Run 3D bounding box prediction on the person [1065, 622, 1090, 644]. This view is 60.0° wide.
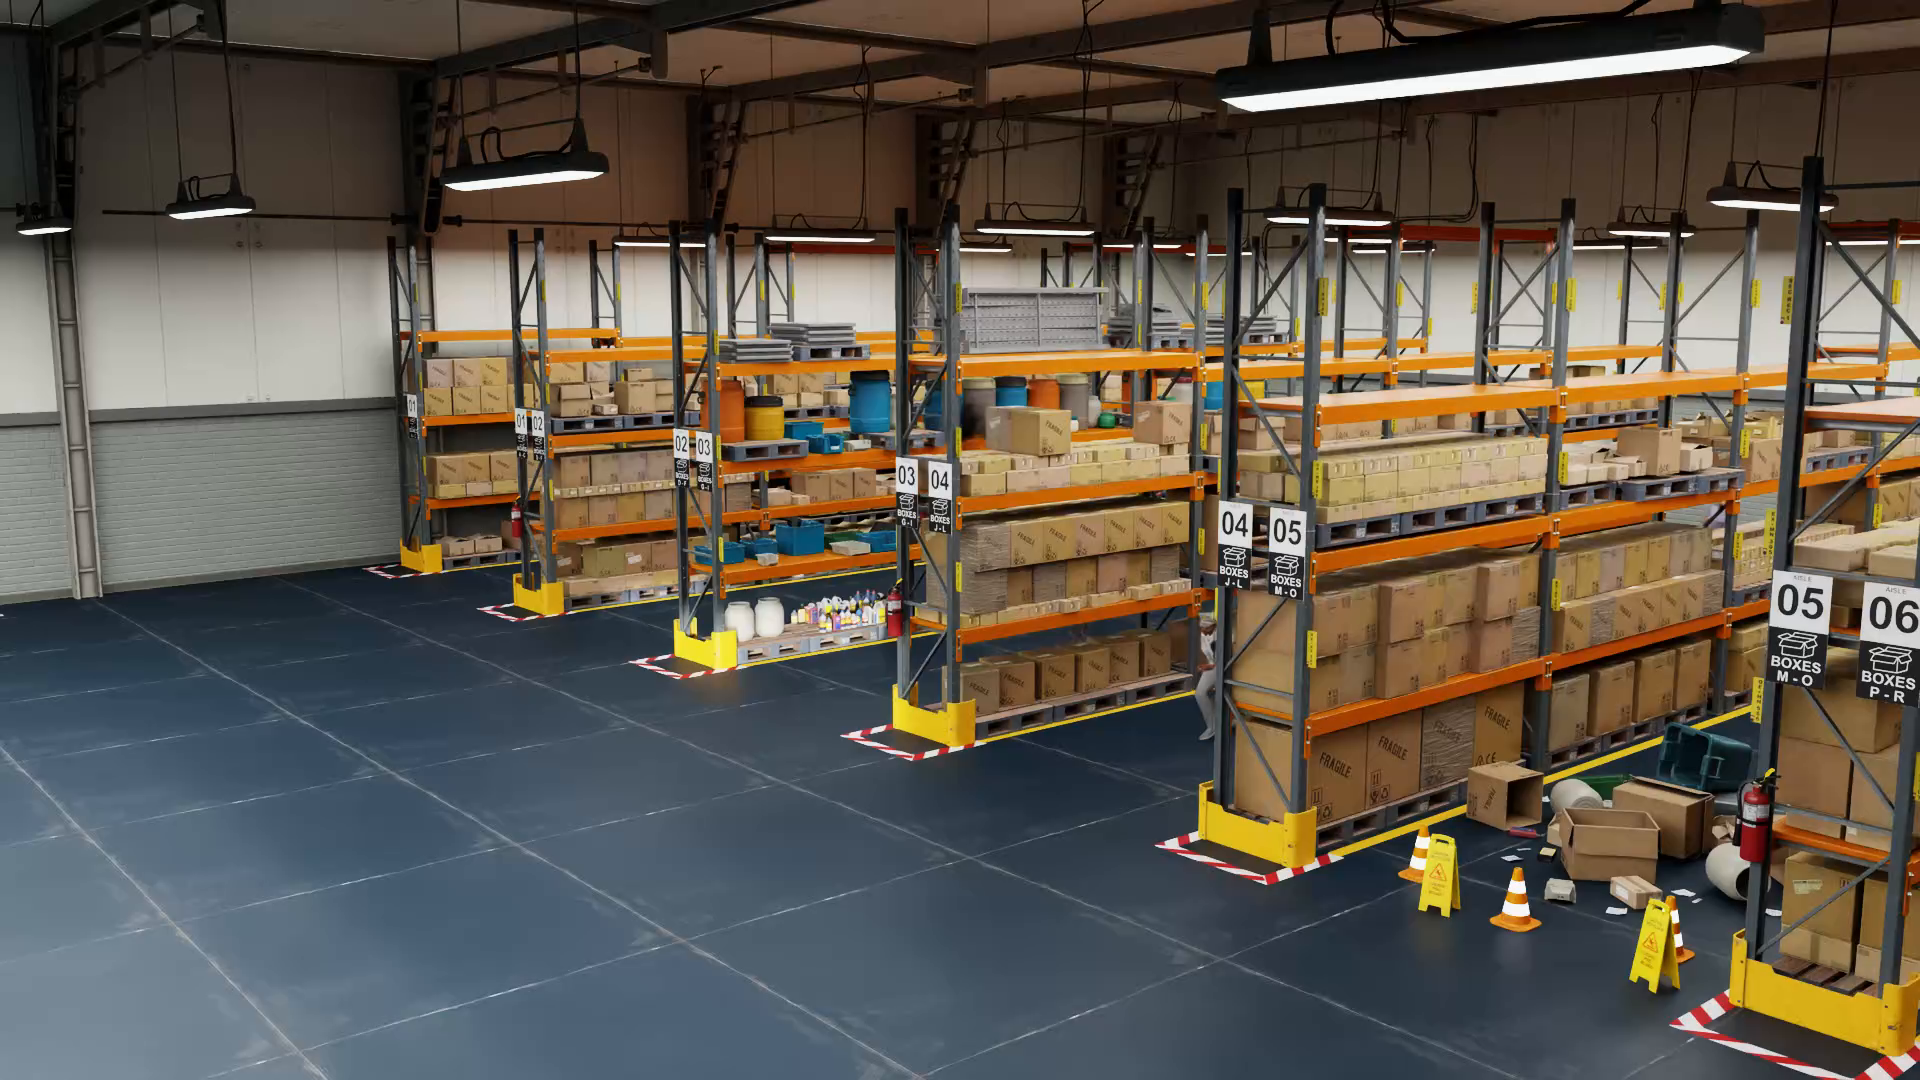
[{"bbox_3d":[1.583,0.631,22.818,0.452,1.612,0.870,0,9,1],"label":"person"}]

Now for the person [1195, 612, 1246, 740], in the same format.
[{"bbox_3d":[3.021,1.510,19.028,1.063,1.488,0.580,-9,12,-44],"label":"person"}]

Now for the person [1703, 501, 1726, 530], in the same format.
[{"bbox_3d":[12.981,-0.025,28.691,0.695,1.587,0.794,-8,12,-41],"label":"person"}]
